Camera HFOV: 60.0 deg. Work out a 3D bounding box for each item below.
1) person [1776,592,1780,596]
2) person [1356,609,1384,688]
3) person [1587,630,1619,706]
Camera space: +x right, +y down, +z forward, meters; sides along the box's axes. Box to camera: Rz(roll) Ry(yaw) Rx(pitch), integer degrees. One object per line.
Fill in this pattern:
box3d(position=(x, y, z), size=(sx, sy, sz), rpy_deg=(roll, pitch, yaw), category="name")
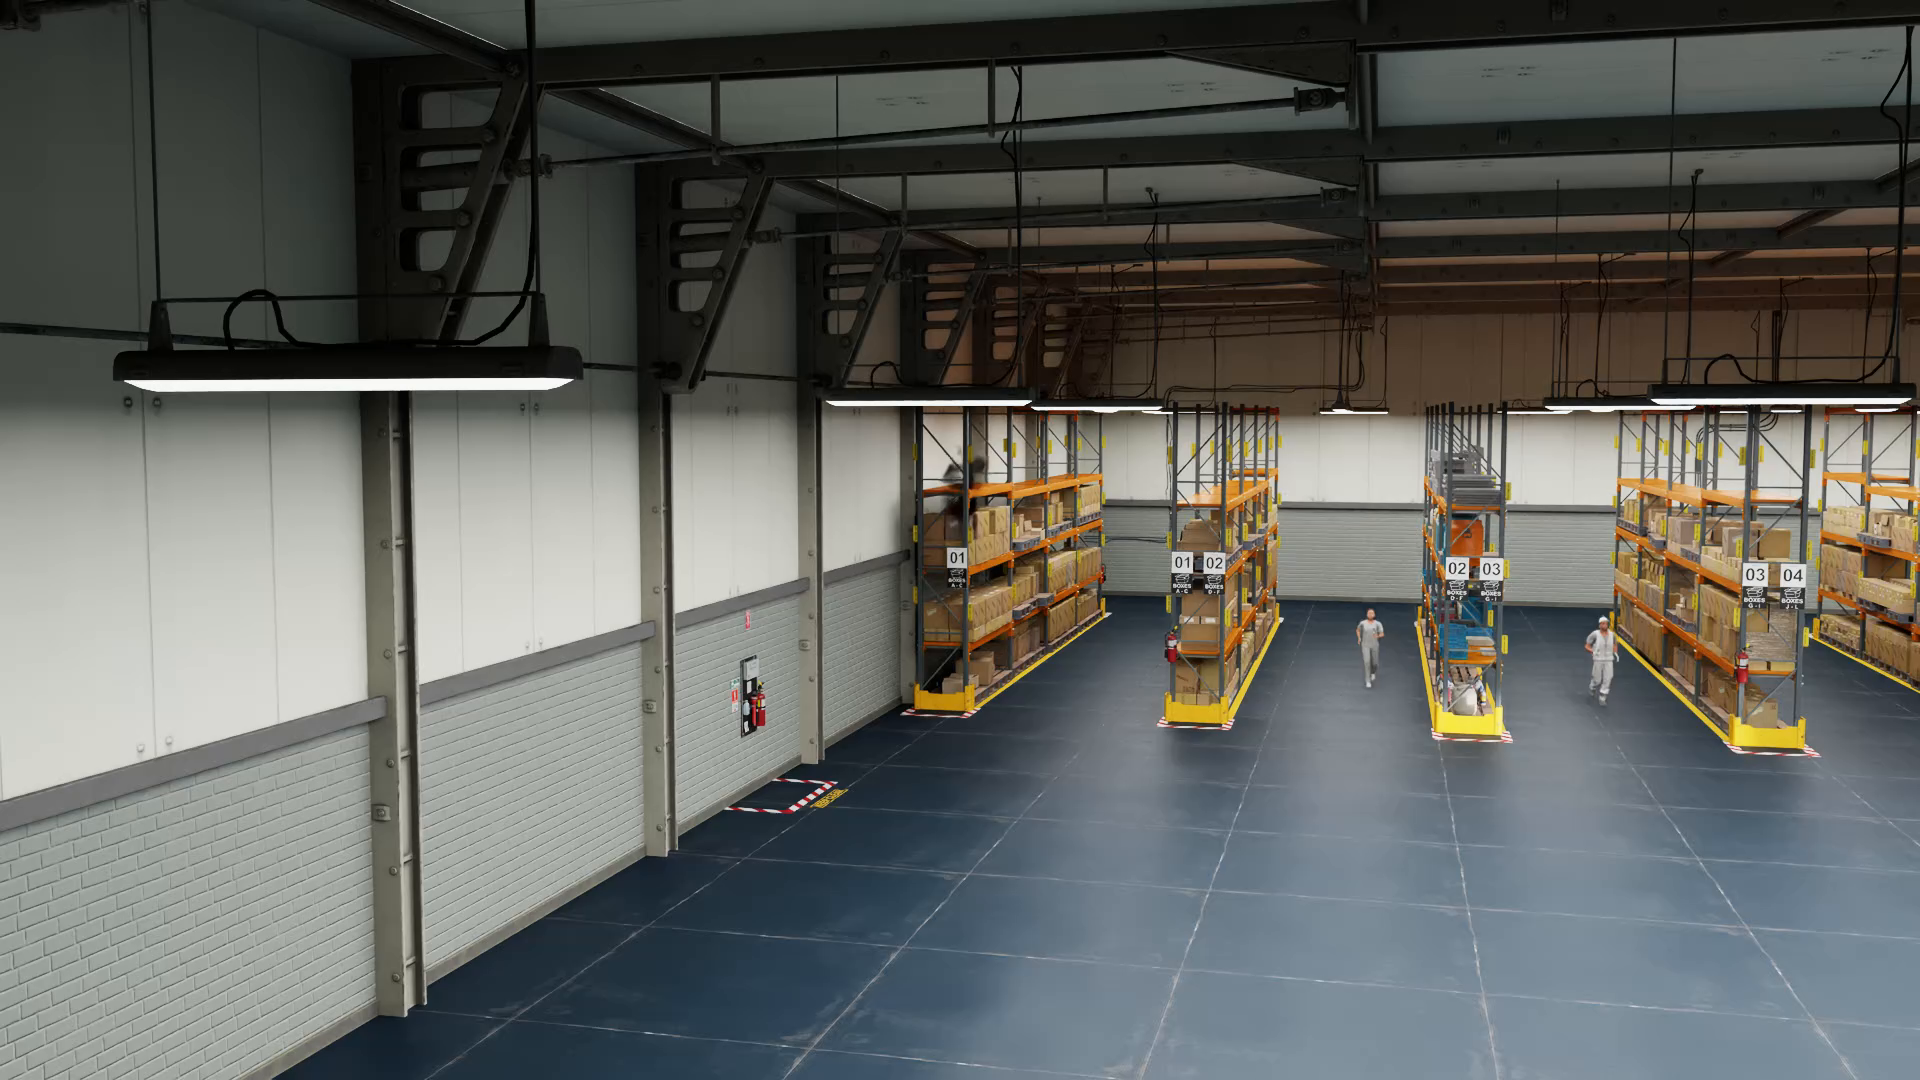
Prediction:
box3d(position=(20.603, 1.974, 41.691), size=(0.552, 1.363, 0.730), rpy_deg=(1, 4, 9), category="person")
box3d(position=(8.718, 2.286, 35.377), size=(0.577, 1.640, 0.854), rpy_deg=(1, 4, 13), category="person")
box3d(position=(12.796, 2.508, 33.110), size=(0.625, 1.475, 0.601), rpy_deg=(0, 4, 3), category="person")
